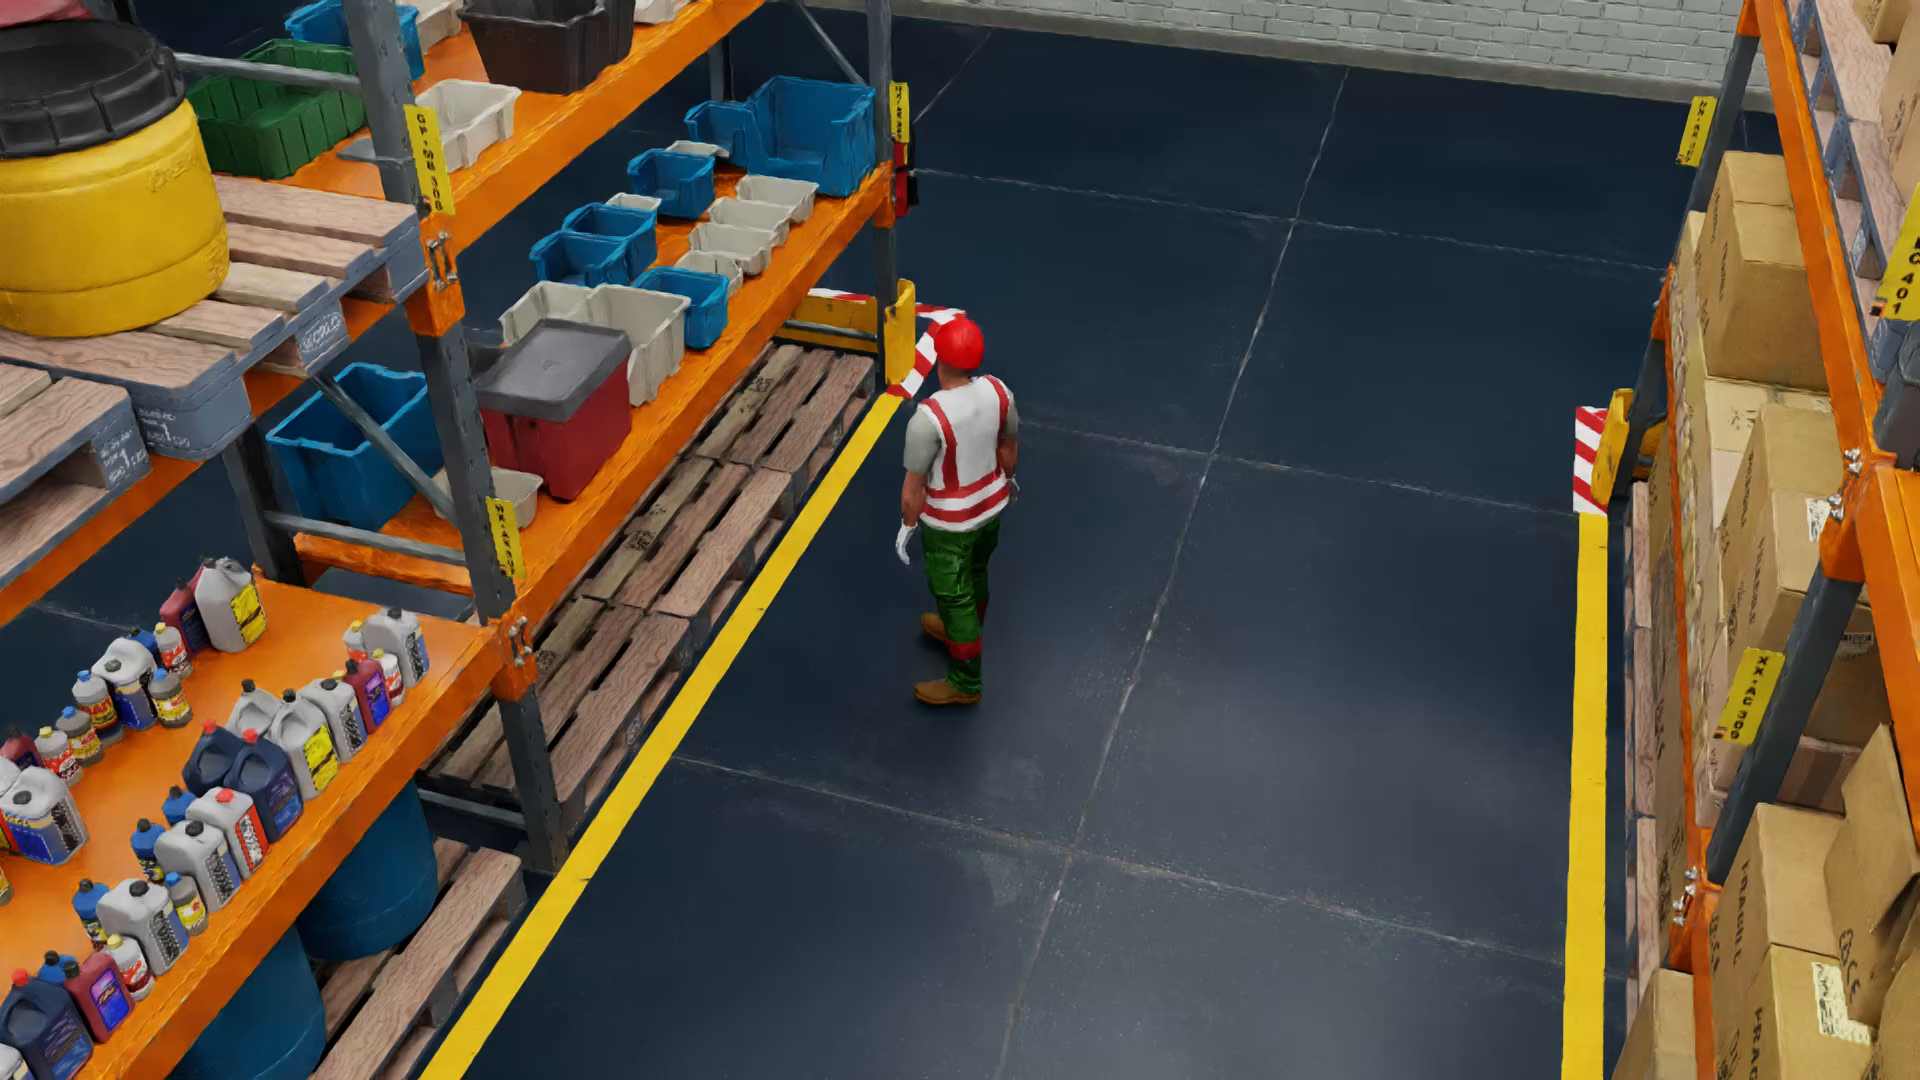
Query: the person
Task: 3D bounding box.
[{"bbox_3d":[-0.029,-0.161,7.045,0.663,1.786,0.569,-31,46,-34],"label":"person"}]
